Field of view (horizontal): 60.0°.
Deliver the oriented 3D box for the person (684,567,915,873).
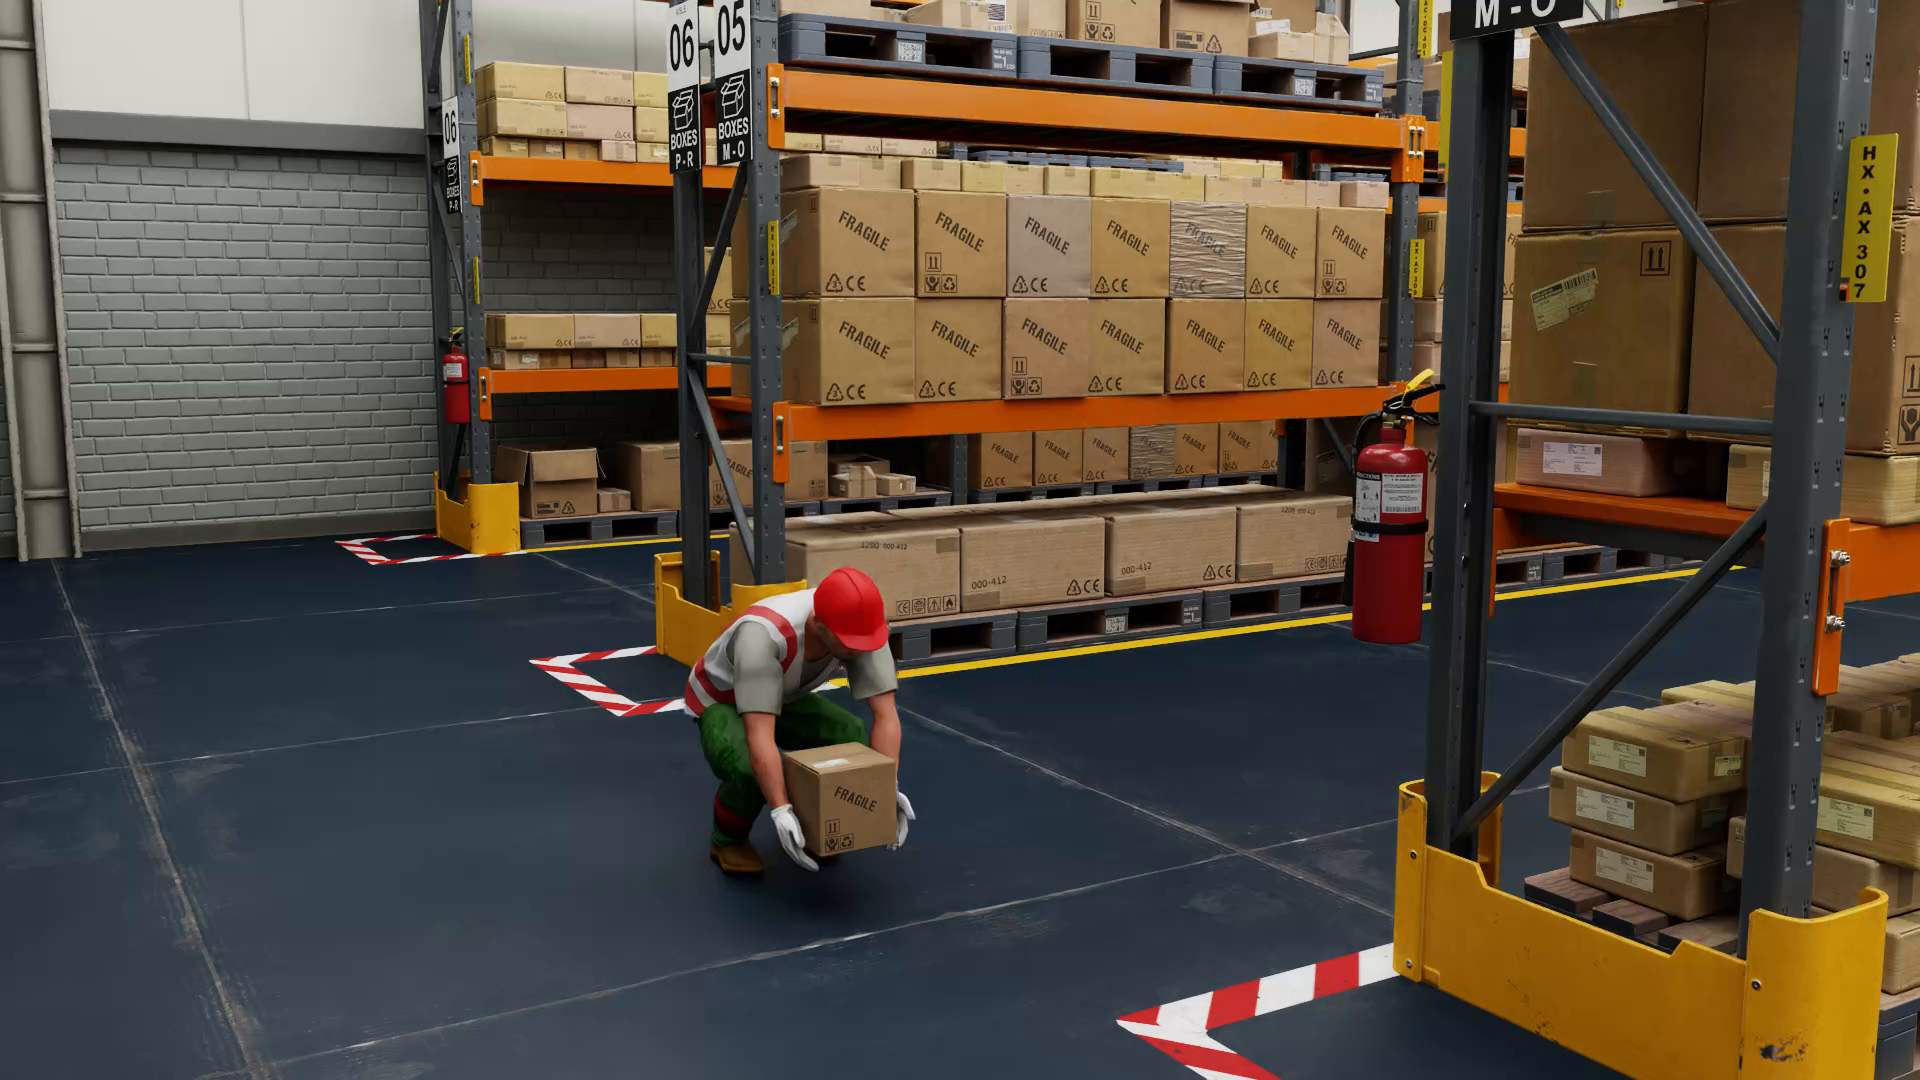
[{"bbox_3d":[-0.511,0.546,5.193,0.572,1.006,0.884,-5,9,-31],"label":"person"}]
